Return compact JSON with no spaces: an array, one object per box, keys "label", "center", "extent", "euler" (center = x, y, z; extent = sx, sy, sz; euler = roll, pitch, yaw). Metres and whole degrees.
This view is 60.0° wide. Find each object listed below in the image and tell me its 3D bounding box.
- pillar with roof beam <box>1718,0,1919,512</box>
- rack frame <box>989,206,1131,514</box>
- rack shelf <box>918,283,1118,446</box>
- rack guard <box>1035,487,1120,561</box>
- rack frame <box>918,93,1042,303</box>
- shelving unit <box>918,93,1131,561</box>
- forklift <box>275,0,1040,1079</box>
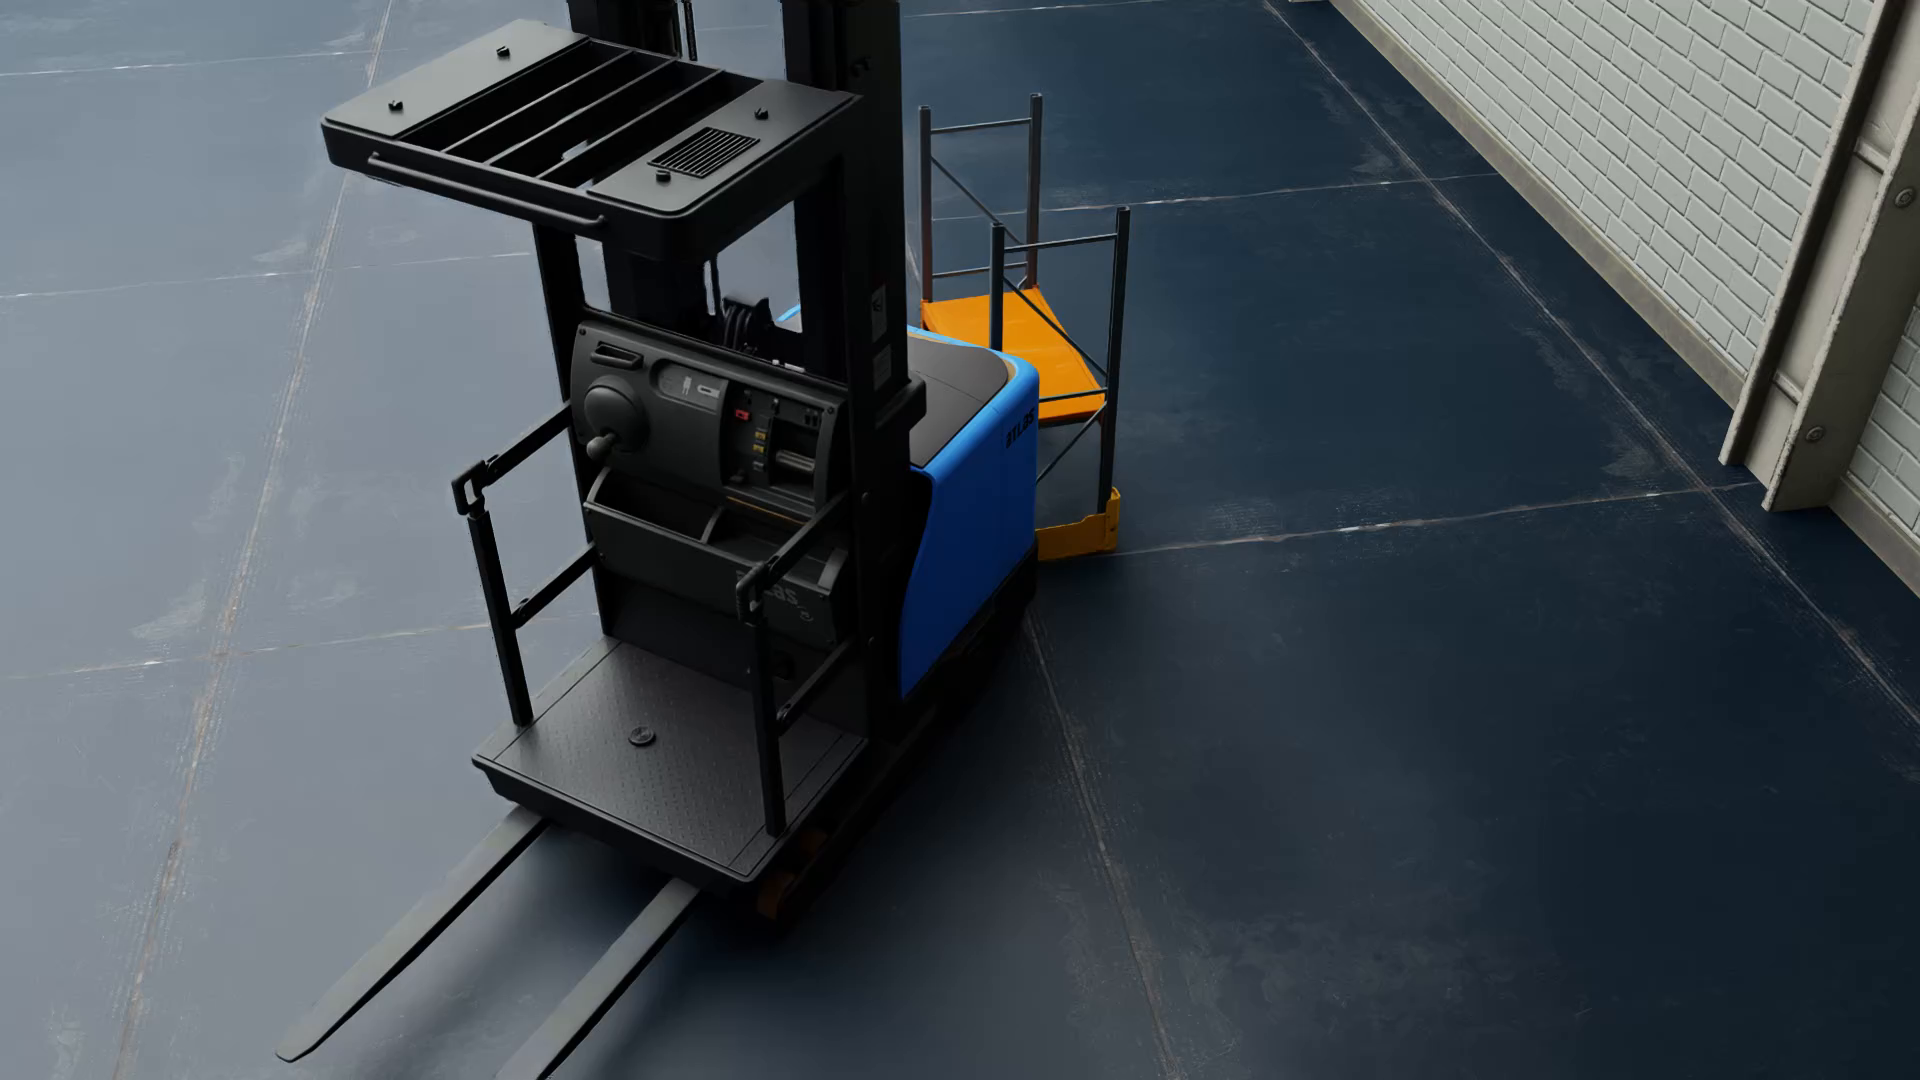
[{"label":"pillar with roof beam","center":[-0.770,-3.342,3.717],"extent":[9.100,9.000,0.400],"euler":[-6,38,-8]},{"label":"rack frame","center":[0.349,-0.526,6.205],"extent":[0.500,1.500,0.032],"euler":[-10,39,-12]},{"label":"rack shelf","center":[0.215,-0.685,6.702],"extent":[0.538,0.185,1.000],"euler":[-10,39,-12]},{"label":"rack guard","center":[0.344,-0.044,6.603],"extent":[0.587,0.250,0.087],"euler":[-10,39,-12]},{"label":"rack frame","center":[0.081,-1.128,6.979],"extent":[0.500,1.500,0.032],"euler":[-10,39,-12]},{"label":"shelving unit","center":[0.212,-0.832,6.599],"extent":[0.587,1.500,1.083],"euler":[-10,39,-12]},{"label":"forklift","center":[-0.860,-0.283,4.725],"extent":[1.130,2.935,3.031],"euler":[19,42,22]}]
